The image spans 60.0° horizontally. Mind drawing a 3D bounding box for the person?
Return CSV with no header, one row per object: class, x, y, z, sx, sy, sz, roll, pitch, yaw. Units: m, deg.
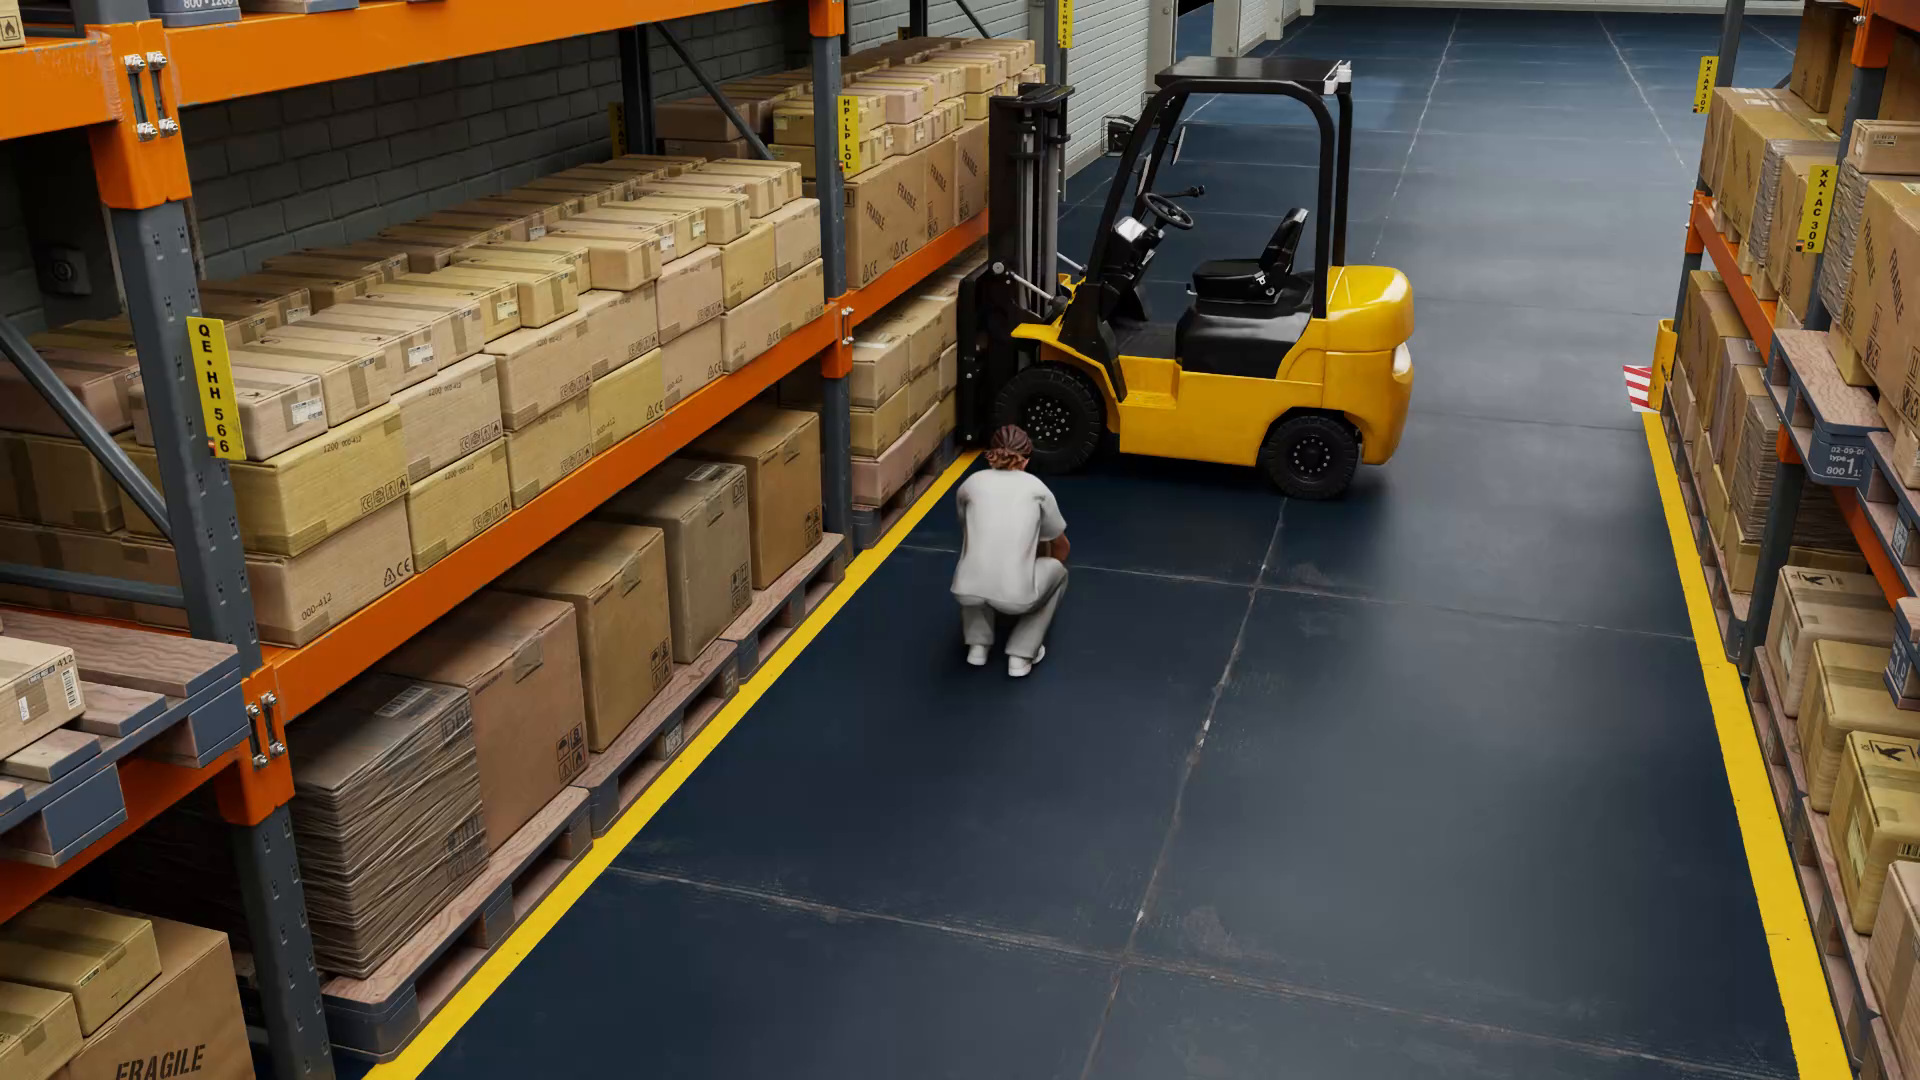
person,0.193,0.033,7.009,0.492,0.933,0.798,7,23,16
